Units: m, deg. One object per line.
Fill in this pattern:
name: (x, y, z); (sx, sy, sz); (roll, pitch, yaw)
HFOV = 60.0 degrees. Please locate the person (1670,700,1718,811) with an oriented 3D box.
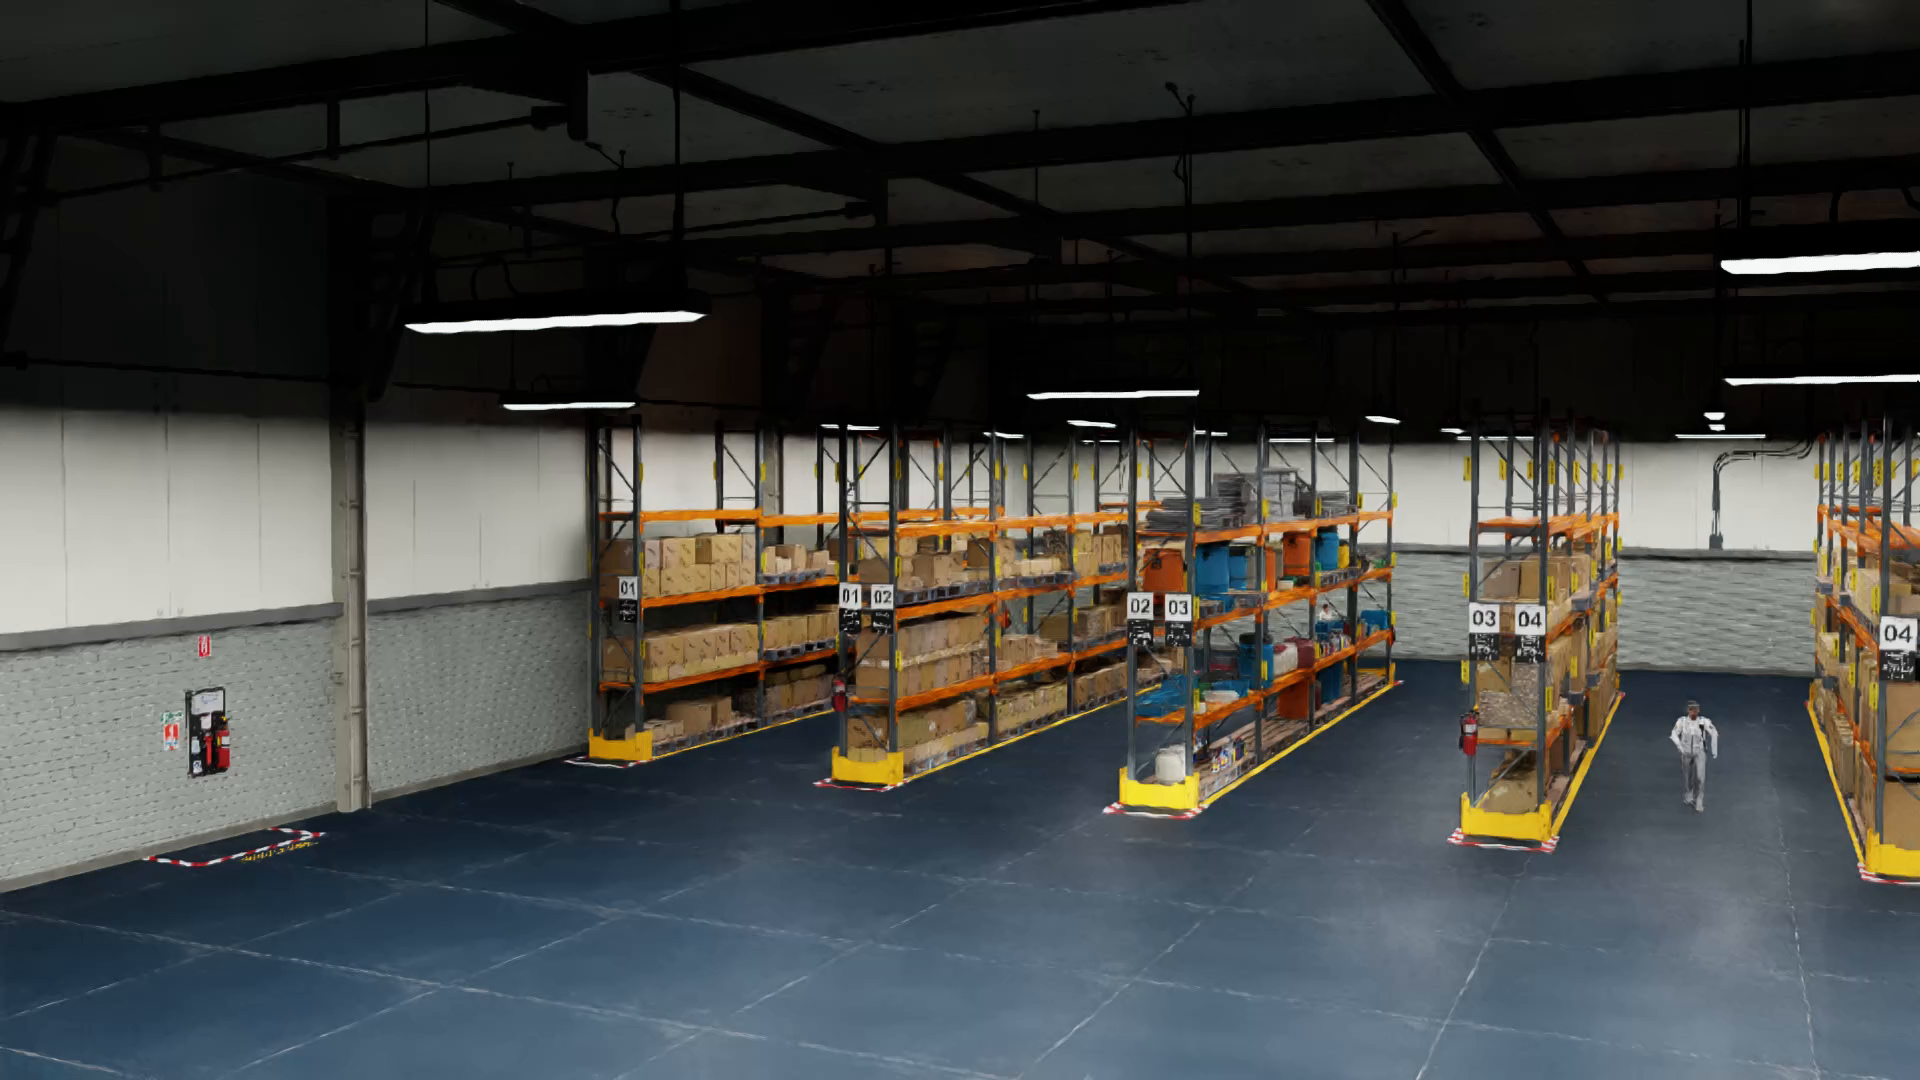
person: (10.951, 3.167, 24.824); (0.636, 1.617, 0.814); (1, 3, 30)

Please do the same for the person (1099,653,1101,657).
person: (3.300, 2.408, 41.242); (0.578, 1.775, 0.494); (-2, 3, -37)

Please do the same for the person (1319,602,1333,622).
person: (9.454, 2.422, 43.549); (0.595, 1.588, 0.472); (-1, 3, -21)
